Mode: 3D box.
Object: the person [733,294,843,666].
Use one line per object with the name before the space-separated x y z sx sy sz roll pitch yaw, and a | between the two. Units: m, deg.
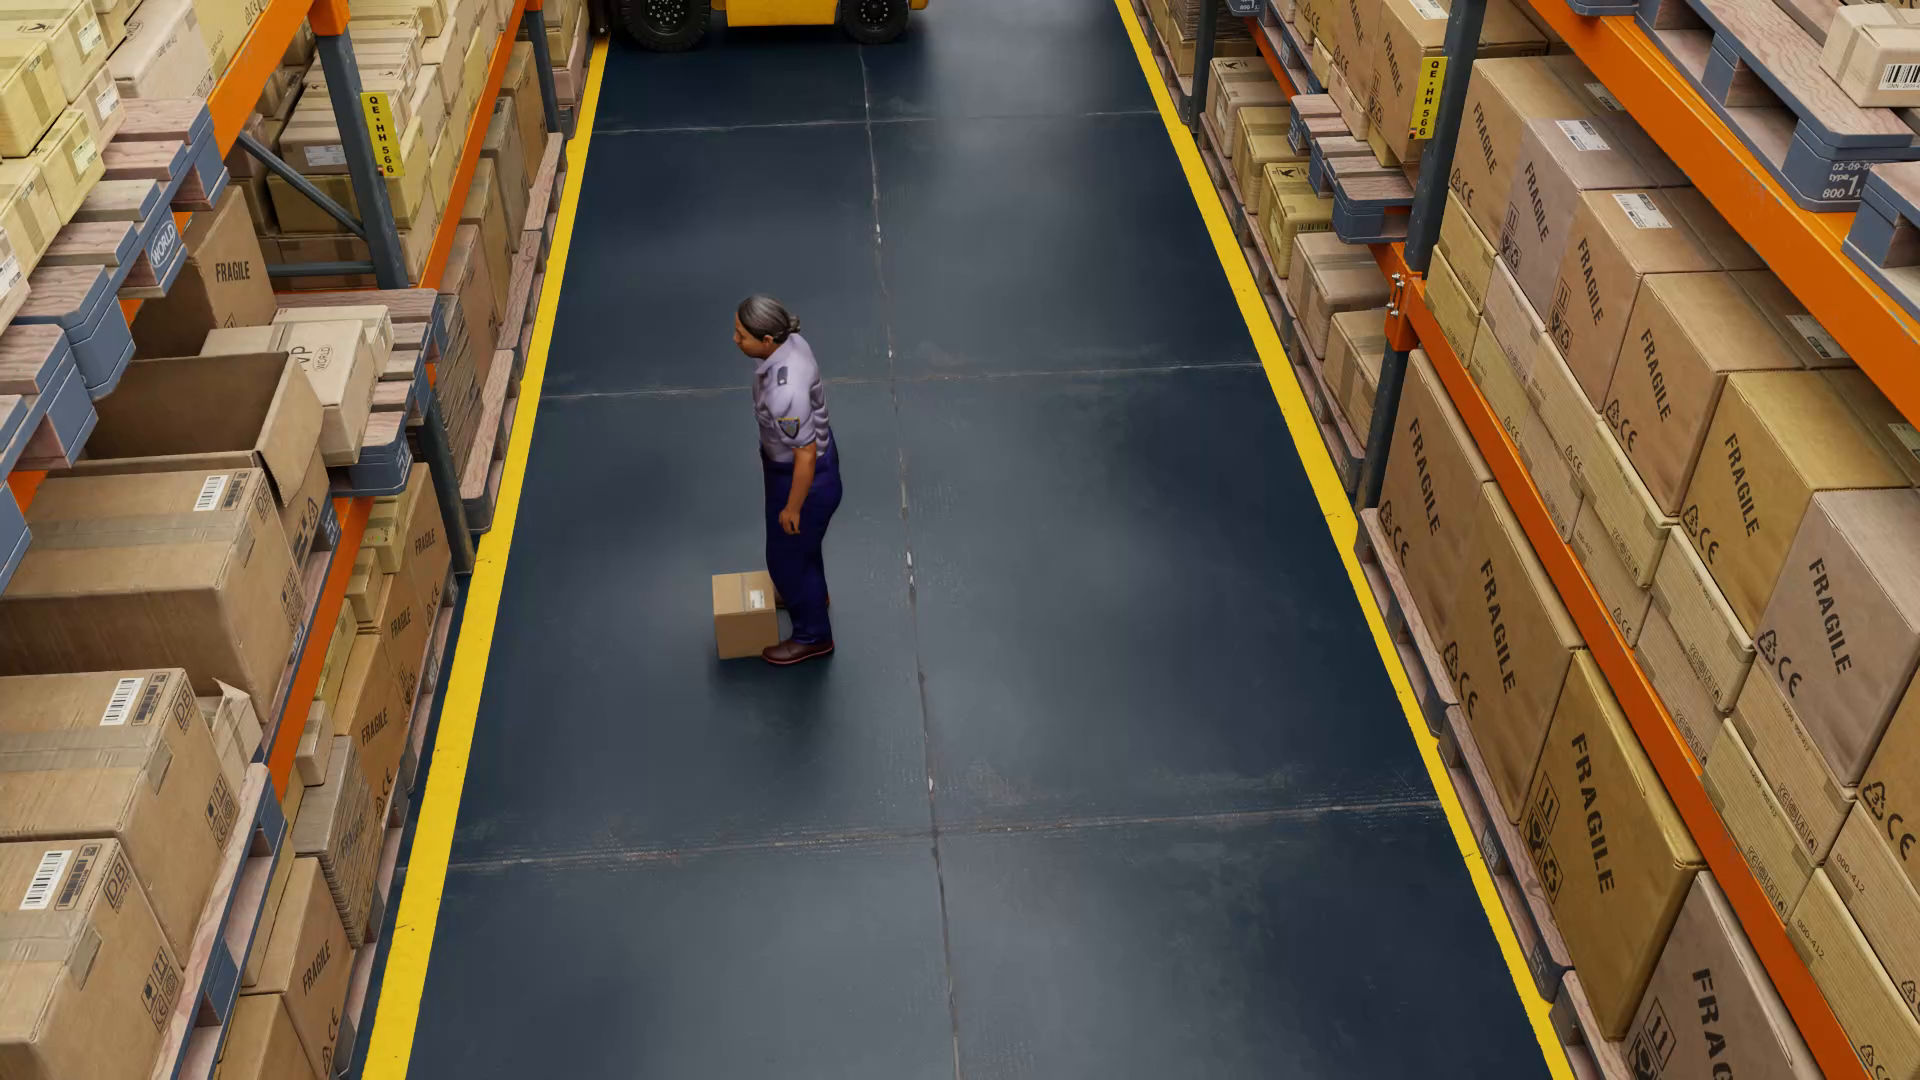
person | -0.651 -0.254 6.474 0.372 1.647 0.546 -5 40 -6
